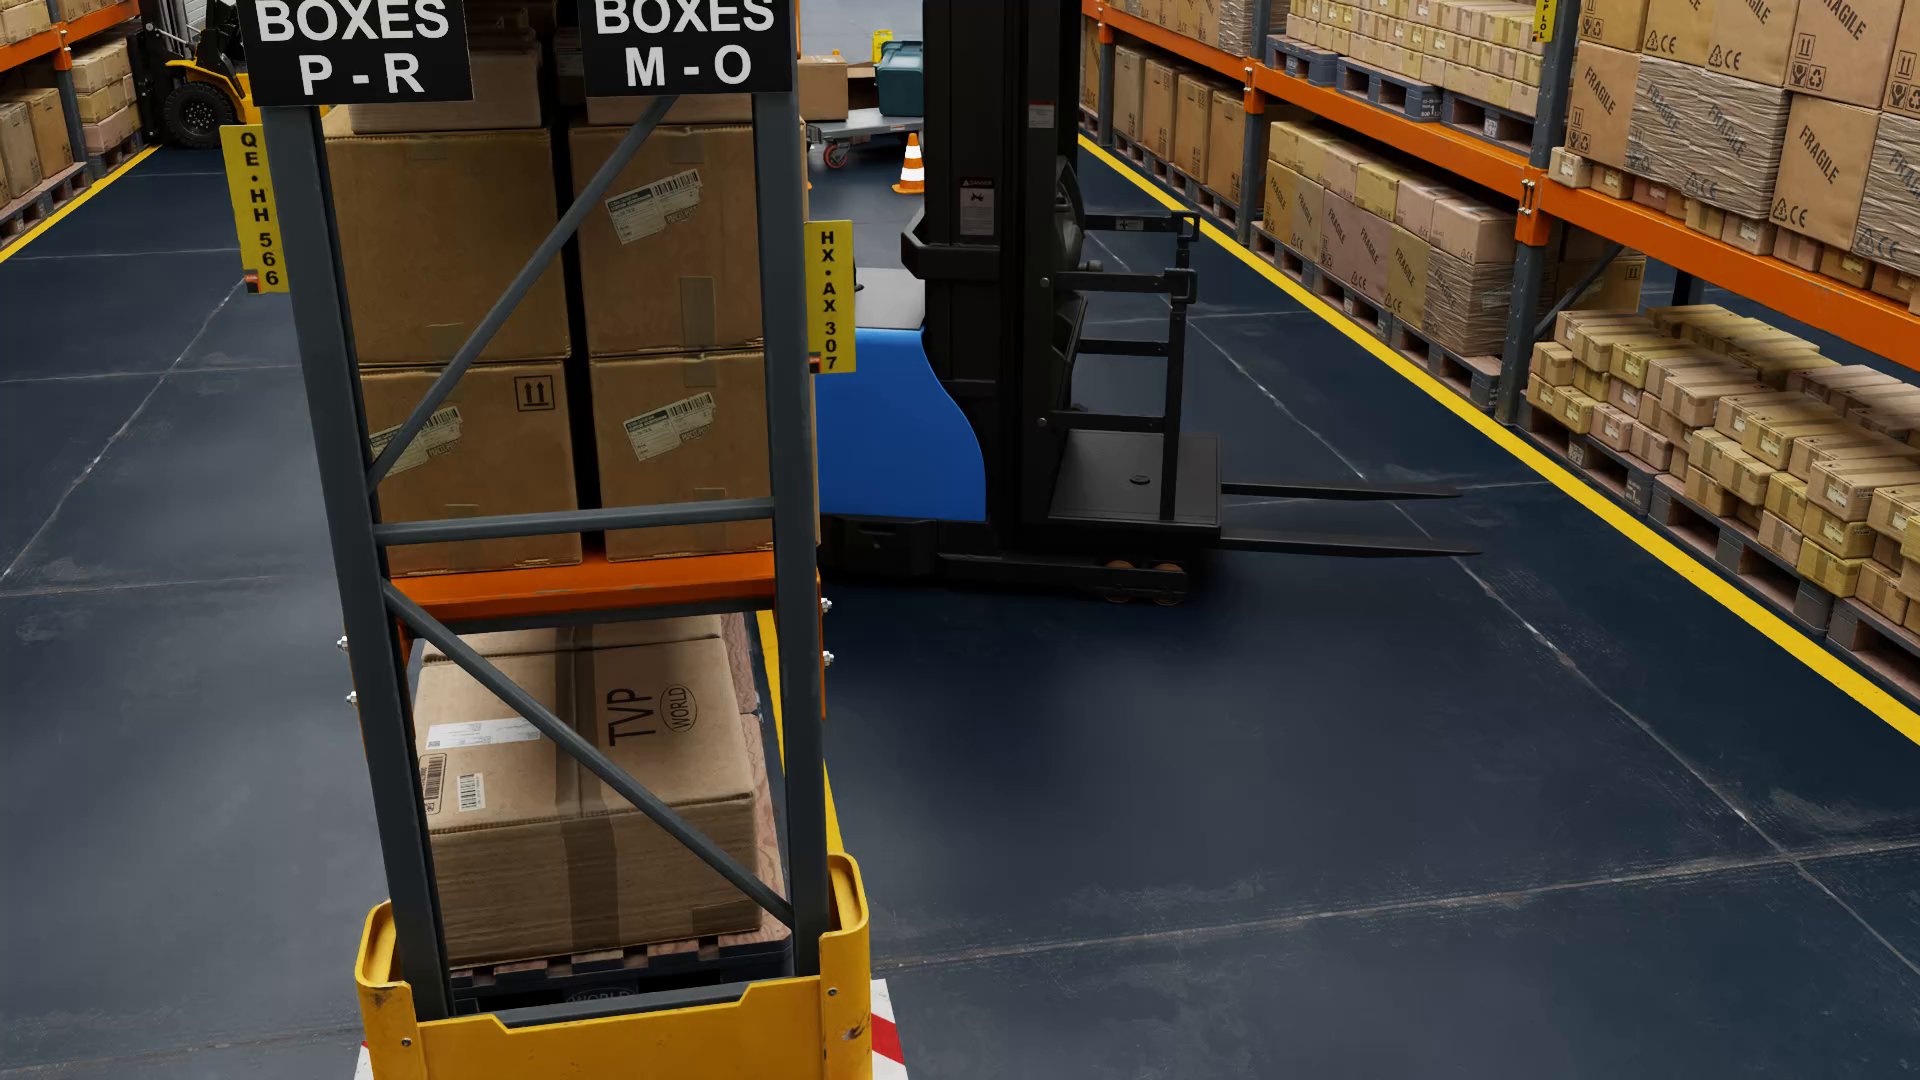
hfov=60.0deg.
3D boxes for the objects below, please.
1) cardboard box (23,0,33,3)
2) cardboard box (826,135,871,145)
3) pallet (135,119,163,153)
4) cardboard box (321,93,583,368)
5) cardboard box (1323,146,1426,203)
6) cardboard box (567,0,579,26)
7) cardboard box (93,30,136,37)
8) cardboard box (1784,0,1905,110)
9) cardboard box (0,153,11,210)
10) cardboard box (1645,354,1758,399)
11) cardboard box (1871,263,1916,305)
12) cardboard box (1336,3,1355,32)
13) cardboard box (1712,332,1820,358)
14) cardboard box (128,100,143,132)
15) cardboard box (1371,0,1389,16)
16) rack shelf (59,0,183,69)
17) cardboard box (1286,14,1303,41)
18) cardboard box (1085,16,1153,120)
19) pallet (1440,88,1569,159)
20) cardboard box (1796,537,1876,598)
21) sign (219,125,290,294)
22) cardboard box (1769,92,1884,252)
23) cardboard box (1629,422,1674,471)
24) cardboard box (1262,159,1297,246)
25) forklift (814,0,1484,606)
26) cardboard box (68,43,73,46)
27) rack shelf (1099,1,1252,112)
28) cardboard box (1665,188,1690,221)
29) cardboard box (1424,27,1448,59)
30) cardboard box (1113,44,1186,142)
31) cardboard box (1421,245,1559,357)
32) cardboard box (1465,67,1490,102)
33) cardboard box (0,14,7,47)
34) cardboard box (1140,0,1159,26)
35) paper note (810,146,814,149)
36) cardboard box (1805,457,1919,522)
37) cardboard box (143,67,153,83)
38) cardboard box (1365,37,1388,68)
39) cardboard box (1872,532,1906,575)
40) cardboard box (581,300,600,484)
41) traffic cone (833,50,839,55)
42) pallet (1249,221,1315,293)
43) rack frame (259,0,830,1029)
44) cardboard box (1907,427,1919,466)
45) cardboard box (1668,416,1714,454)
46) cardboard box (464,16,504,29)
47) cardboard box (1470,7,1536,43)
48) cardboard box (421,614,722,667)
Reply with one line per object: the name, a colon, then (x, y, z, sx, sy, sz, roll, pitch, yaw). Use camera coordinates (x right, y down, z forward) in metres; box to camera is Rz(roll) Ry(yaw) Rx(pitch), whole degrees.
cardboard box: (-7.572, -4.371, 13.073, 0.500, 0.250, 0.500, -5, 24, -11)
cardboard box: (-1.078, -3.980, 16.031, 0.396, 0.266, 0.258, 18, 29, 36)
pallet: (-8.249, -3.904, 15.925, 1.003, 0.211, 1.213, -4, 24, -10)
cardboard box: (-1.141, -0.710, 3.753, 0.500, 0.500, 0.500, -4, 24, -8)
cardboard box: (2.611, -2.293, 10.414, 0.500, 0.250, 0.500, -4, 24, -9)
cardboard box: (-1.620, -1.707, 6.036, 0.500, 0.500, 0.500, -5, 24, -10)
cardboard box: (-8.059, -4.793, 16.137, 0.500, 0.250, 0.500, -4, 24, -9)
cardboard box: (3.400, -1.853, 5.999, 0.500, 0.500, 0.500, -5, 24, -12)
cardboard box: (-7.530, -2.683, 12.089, 0.875, 0.625, 0.625, -5, 24, -12)
cardboard box: (3.307, -0.711, 7.425, 0.380, 0.149, 0.250, -5, 24, -11)
cardboard box: (3.539, -0.945, 5.980, 0.380, 0.149, 0.250, -5, 24, -12)
cardboard box: (2.593, -3.285, 10.441, 0.380, 0.149, 0.250, -4, 24, -10)
cardboard box: (3.749, -0.856, 7.756, 0.380, 0.149, 0.250, -5, 24, -10)
cardboard box: (-7.898, -3.932, 15.415, 0.500, 0.250, 0.500, -4, 24, -9)
cardboard box: (2.689, -3.223, 9.929, 0.380, 0.149, 0.250, -4, 24, -8)
rack shelf: (-8.284, -4.842, 15.487, 1.077, 0.370, 4.000, -4, 24, -10)
cardboard box: (2.433, -3.473, 11.243, 0.380, 0.149, 0.250, -5, 24, -10)
cardboard box: (1.762, -4.631, 16.236, 0.875, 0.875, 0.875, -4, 24, -9)
pallet: (3.290, -2.237, 8.863, 1.003, 0.211, 1.213, -4, 24, -10)
cardboard box: (3.447, 0.087, 6.341, 0.380, 0.149, 0.250, -5, 24, -12)
sign: (-1.354, -0.638, 3.221, 0.100, 0.325, 0.005, -4, 24, -10)
cardboard box: (3.417, -1.378, 6.161, 0.500, 0.500, 0.500, -3, 24, -7)
cardboard box: (3.282, -0.437, 7.541, 0.380, 0.149, 0.250, -5, 24, -11)
cardboard box: (2.429, -2.336, 11.450, 0.500, 0.500, 0.500, -5, 24, -12)
forklift: (0.622, -1.307, 6.582, 3.031, 2.935, 1.130, 3, 24, 7)
cardboard box: (-8.384, -4.353, 15.130, 0.500, 0.250, 0.500, -4, 24, -9)
rack shelf: (2.179, -4.044, 13.659, 1.077, 0.370, 4.000, -4, 24, -10)
cardboard box: (3.286, -1.458, 7.154, 0.380, 0.149, 0.250, -5, 24, -12)
cardboard box: (2.826, -2.780, 9.284, 0.380, 0.149, 0.250, -6, 24, -12)
cardboard box: (2.012, -4.084, 15.139, 1.050, 0.750, 0.750, -4, 24, -10)
cardboard box: (2.904, -1.333, 9.152, 0.500, 0.500, 0.500, -5, 24, -11)
cardboard box: (2.928, -2.432, 8.861, 0.380, 0.149, 0.250, -4, 24, -10)
cardboard box: (-7.404, -3.742, 12.258, 0.500, 0.250, 0.500, -4, 24, -9)
cardboard box: (1.826, -4.584, 13.872, 0.500, 0.500, 0.500, -4, 24, -10)
paper note: (-1.458, -3.728, 15.747, 0.148, 0.019, 0.142, -4, 24, -10)
cardboard box: (3.429, -0.192, 6.235, 0.380, 0.149, 0.250, -3, 24, -8)
cardboard box: (-7.969, -4.355, 15.759, 0.500, 0.250, 0.500, -4, 24, -10)
cardboard box: (2.680, -2.952, 10.049, 0.380, 0.149, 0.250, -4, 24, -9)
cardboard box: (3.604, 0.034, 6.090, 0.380, 0.149, 0.250, -5, 24, -10)
cardboard box: (-0.745, -0.486, 4.491, 0.500, 0.500, 0.500, -5, 24, -11)
traffic cone: (-1.401, -5.307, 18.823, 0.336, 0.463, 0.334, -4, 24, -10)
pallet: (2.692, -2.001, 11.568, 1.003, 0.211, 1.213, -4, 24, -10)
rack frame: (-0.818, -0.034, 3.579, 1.000, 3.000, 0.127, -4, 24, -10)
cardboard box: (4.002, -0.346, 6.588, 0.380, 0.149, 0.250, -4, 24, -9)
cardboard box: (3.331, -0.467, 7.237, 0.380, 0.149, 0.250, -3, 24, -7)
cardboard box: (-1.282, -1.155, 3.961, 0.380, 0.149, 0.250, -5, 24, -10)
cardboard box: (2.926, -2.714, 8.762, 0.380, 0.149, 0.250, -5, 24, -11)
cardboard box: (-1.216, 0.336, 5.408, 0.875, 0.438, 0.875, -4, 24, -8)
